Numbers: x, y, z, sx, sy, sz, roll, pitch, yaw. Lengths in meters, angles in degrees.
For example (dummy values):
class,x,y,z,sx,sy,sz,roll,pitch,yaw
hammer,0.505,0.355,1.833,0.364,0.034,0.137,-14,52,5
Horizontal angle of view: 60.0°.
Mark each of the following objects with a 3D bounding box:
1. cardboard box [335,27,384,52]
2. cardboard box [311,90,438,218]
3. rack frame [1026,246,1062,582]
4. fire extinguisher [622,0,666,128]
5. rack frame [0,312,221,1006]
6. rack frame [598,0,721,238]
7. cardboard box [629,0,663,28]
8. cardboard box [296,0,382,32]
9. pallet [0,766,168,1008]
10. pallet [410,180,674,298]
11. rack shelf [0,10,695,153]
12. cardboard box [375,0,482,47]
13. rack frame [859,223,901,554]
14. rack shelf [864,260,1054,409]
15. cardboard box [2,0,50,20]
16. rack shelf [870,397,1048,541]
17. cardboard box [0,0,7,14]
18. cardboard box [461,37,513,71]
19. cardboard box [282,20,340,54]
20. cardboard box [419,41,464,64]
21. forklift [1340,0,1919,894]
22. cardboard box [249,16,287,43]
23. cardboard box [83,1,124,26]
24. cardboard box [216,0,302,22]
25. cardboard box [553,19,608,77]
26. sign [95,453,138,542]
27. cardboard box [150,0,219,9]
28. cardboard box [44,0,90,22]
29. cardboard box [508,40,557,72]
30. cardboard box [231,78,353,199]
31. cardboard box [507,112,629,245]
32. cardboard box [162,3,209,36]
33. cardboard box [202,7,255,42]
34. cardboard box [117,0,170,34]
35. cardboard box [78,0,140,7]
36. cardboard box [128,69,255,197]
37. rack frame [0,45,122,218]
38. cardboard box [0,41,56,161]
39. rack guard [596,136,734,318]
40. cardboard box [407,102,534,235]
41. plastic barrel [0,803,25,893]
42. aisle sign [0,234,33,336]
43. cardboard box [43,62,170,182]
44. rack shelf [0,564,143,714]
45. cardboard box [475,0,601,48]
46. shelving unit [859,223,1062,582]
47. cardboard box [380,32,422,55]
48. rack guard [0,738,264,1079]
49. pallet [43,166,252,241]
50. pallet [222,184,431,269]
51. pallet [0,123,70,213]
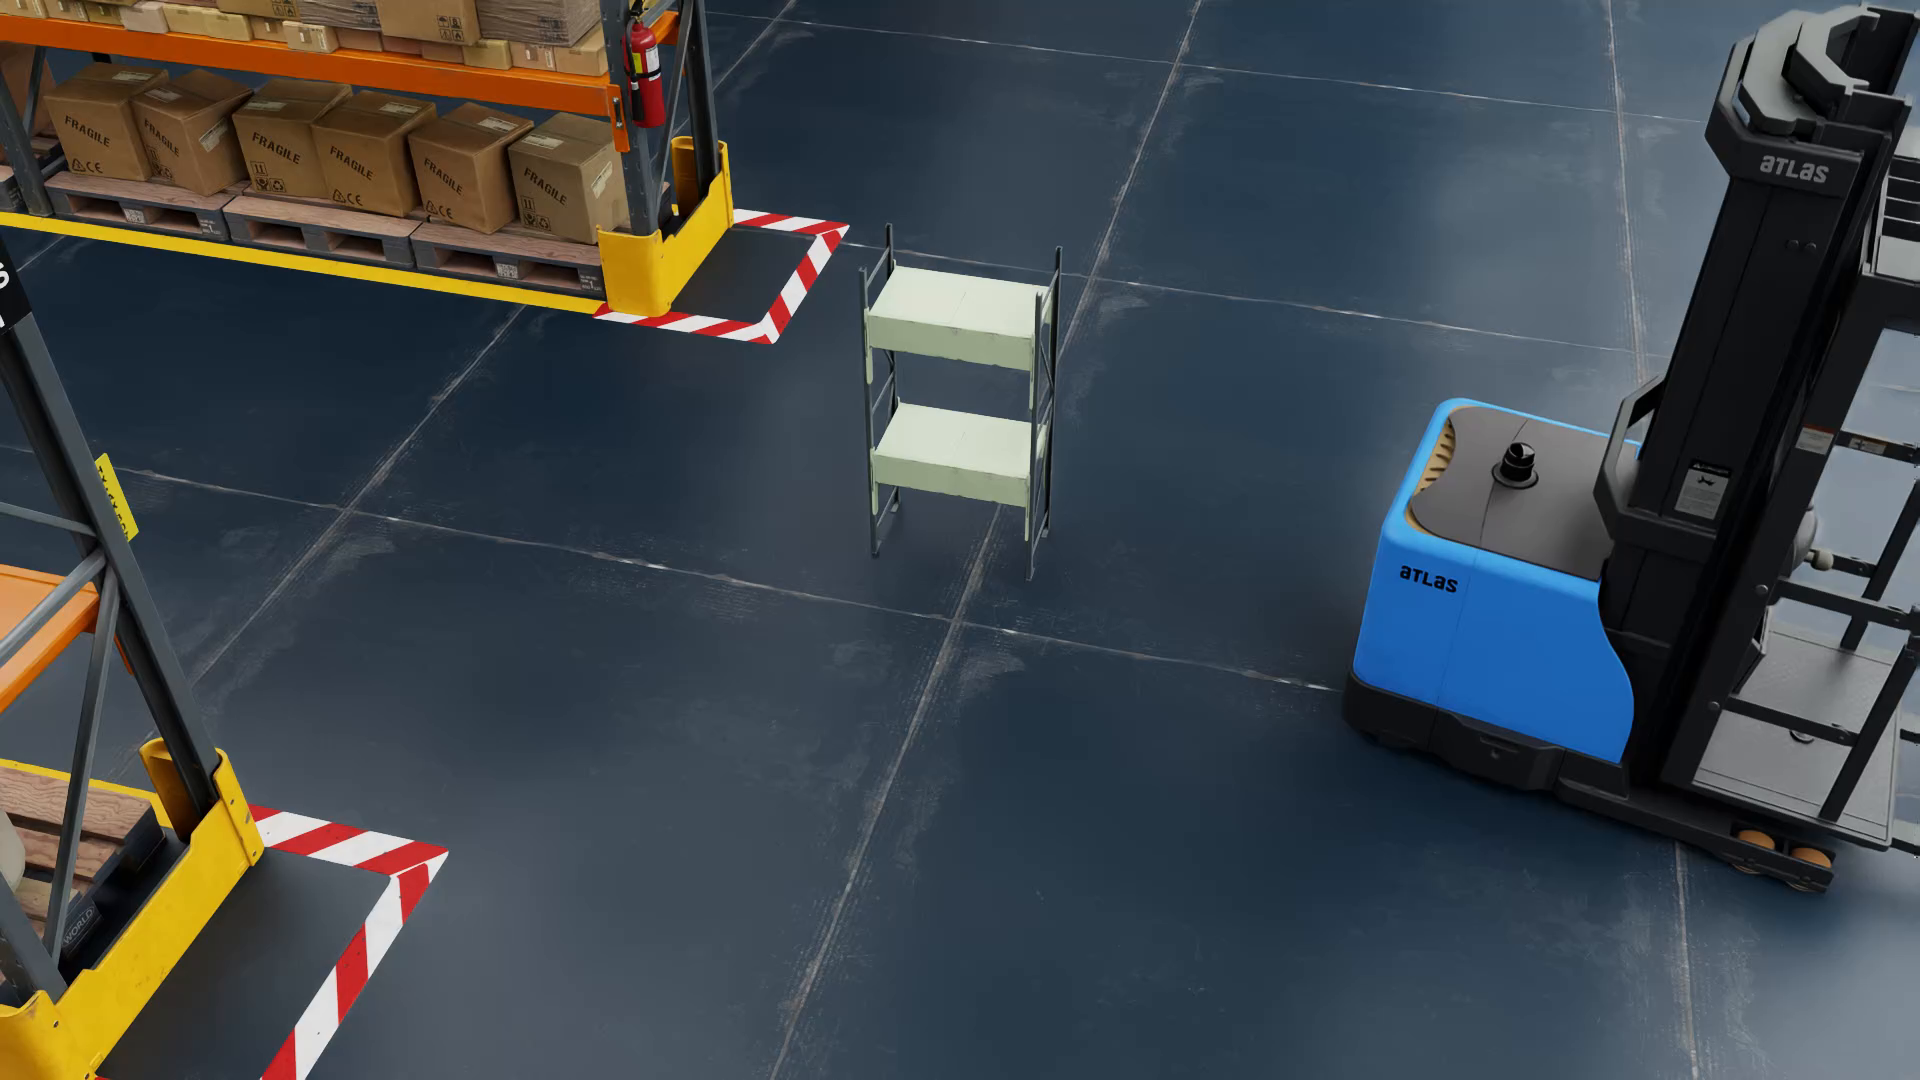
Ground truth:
class,x,y,z,sx,sy,sz,roll,pitch,yaw
cardboard box,-3.132,-2.772,8.914,0.250,0.149,0.380,10,41,11
cardboard box,-3.377,-2.263,9.730,0.500,0.500,0.500,13,42,15
rack frame,0.360,-0.512,7.194,0.023,1.500,0.400,10,41,11
fire extinguisher,-1.600,-2.417,8.355,0.183,0.674,0.296,10,41,11
rack frame,-2.872,0.325,5.030,0.127,3.000,1.000,10,41,11
rack frame,-1.592,-2.752,8.694,0.127,3.000,1.000,10,41,11
cardboard box,-1.805,-2.851,9.008,0.250,0.149,0.380,10,41,11
cardboard box,-3.102,-3.131,8.836,0.500,0.500,0.875,10,41,11
pallet,-3.741,1.272,6.072,1.213,0.211,1.003,10,41,11
pallet,-2.441,-1.853,9.793,1.213,0.211,1.003,10,41,11
rack shelf,-3.524,-2.809,9.321,4.000,0.370,1.077,10,41,11
cardboard box,-2.630,-3.021,8.706,0.500,0.500,0.875,10,41,11
rack frame,-0.347,-0.634,7.339,0.023,1.500,0.400,10,41,11
rack shelf,0.006,-0.872,7.015,0.720,0.370,0.431,10,41,11
cardboard box,-5.088,-3.048,9.242,0.250,0.149,0.380,10,41,11
rack shelf,0.006,-0.324,7.476,0.720,0.370,0.431,10,41,11
cardboard box,-5.326,-3.098,9.301,0.250,0.149,0.380,10,41,11
cardboard box,-2.416,-2.626,8.740,0.250,0.149,0.380,10,41,11
cardboard box,-3.396,-2.759,8.898,0.250,0.149,0.380,10,41,11
cardboard box,-2.654,-2.677,8.801,0.250,0.149,0.380,10,41,11
forklift,3.112,-0.206,5.717,3.031,2.935,1.130,17,43,20
cardboard box,-3.620,-2.843,8.999,0.250,0.149,0.380,10,41,11
cardboard box,-4.595,-2.988,9.171,0.250,0.149,0.380,10,41,11
cardboard box,-3.582,-3.221,8.944,0.500,0.500,0.875,10,41,11
cardboard box,-1.920,-2.575,8.678,0.250,0.149,0.380,10,41,11
sign,-2.725,-0.122,5.347,0.005,0.325,0.100,10,41,11
cardboard box,-4.054,-3.330,9.074,0.500,0.500,0.875,10,41,11
cardboard box,-4.839,-3.024,9.213,0.250,0.149,0.380,10,41,11
cardboard box,-2.162,-2.616,8.728,0.250,0.149,0.380,10,41,11
cardboard box,-3.904,-2.384,9.873,0.500,0.500,0.500,6,40,8
cardboard box,-2.190,-2.069,9.499,0.500,0.500,0.500,17,43,19
cardboard box,-4.112,-2.905,9.072,0.250,0.149,0.380,10,41,11
cardboard box,-3.873,-2.857,9.014,0.250,0.149,0.380,10,41,11
cardboard box,-4.364,-2.921,9.091,0.250,0.149,0.380,10,41,11
cardboard box,-4.563,-3.351,9.098,0.500,0.500,0.875,10,41,11
cardboard box,-4.524,-2.438,9.938,0.500,0.500,0.500,23,45,25
rack frame,-5.456,-3.417,9.486,0.127,3.000,1.000,10,41,11
cardboard box,-6.043,-2.743,10.286,0.500,0.500,0.700,7,41,8
rack guard,-1.665,-1.807,9.513,0.348,0.500,1.175,10,41,11
cardboard box,-2.777,-2.148,9.592,0.500,0.500,0.500,20,44,23
plastic barrel,-3.527,1.055,5.769,0.421,0.512,0.421,0,40,0
aisle sign,-2.727,-0.840,4.396,0.004,0.787,0.394,10,41,11
cardboard box,-5.080,-2.529,10.046,0.500,0.500,0.500,9,41,10
rack shelf,-4.804,0.268,5.657,4.000,0.370,1.077,10,41,11
cardboard box,-2.116,-3.012,8.695,0.500,0.500,0.875,10,41,11
shelving unit,0.006,-0.573,7.266,0.755,1.500,0.431,10,41,11
cardboard box,-2.885,-2.745,8.881,0.250,0.149,0.380,10,41,11
rack guard,-2.957,1.299,5.814,0.348,0.500,1.175,10,41,11
pallet,-4.798,-2.259,10.276,1.213,0.211,1.003,10,41,11
pallet,-3.615,-2.058,10.036,1.213,0.211,1.003,10,41,11
pallet,-6.208,-2.477,10.536,1.213,0.211,1.003,10,41,11
